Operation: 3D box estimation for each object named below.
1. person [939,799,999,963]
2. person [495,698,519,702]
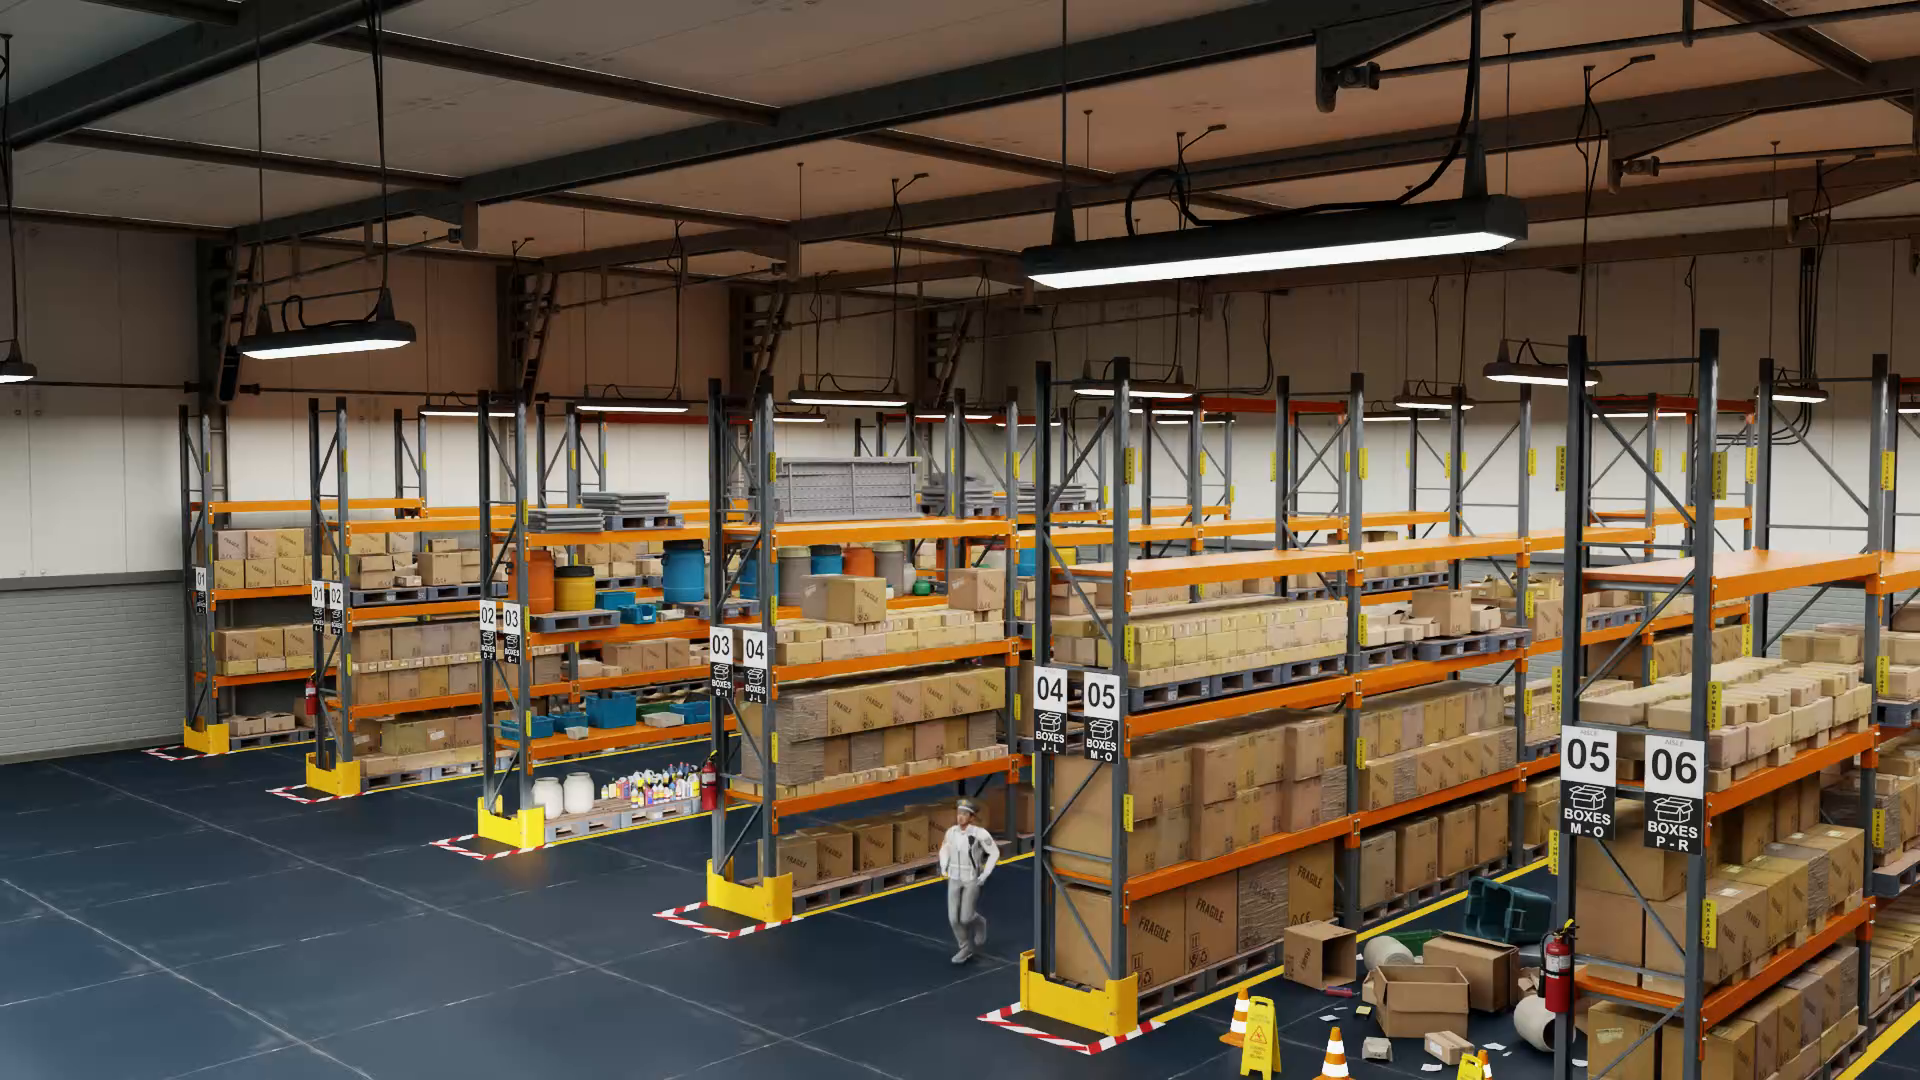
[{"bbox_3d":[0.053,3.450,16.865,0.641,1.663,0.530,1,3,26],"label":"person"},{"bbox_3d":[-8.188,2.770,30.347,0.547,1.655,0.990,2,4,36],"label":"person"}]
